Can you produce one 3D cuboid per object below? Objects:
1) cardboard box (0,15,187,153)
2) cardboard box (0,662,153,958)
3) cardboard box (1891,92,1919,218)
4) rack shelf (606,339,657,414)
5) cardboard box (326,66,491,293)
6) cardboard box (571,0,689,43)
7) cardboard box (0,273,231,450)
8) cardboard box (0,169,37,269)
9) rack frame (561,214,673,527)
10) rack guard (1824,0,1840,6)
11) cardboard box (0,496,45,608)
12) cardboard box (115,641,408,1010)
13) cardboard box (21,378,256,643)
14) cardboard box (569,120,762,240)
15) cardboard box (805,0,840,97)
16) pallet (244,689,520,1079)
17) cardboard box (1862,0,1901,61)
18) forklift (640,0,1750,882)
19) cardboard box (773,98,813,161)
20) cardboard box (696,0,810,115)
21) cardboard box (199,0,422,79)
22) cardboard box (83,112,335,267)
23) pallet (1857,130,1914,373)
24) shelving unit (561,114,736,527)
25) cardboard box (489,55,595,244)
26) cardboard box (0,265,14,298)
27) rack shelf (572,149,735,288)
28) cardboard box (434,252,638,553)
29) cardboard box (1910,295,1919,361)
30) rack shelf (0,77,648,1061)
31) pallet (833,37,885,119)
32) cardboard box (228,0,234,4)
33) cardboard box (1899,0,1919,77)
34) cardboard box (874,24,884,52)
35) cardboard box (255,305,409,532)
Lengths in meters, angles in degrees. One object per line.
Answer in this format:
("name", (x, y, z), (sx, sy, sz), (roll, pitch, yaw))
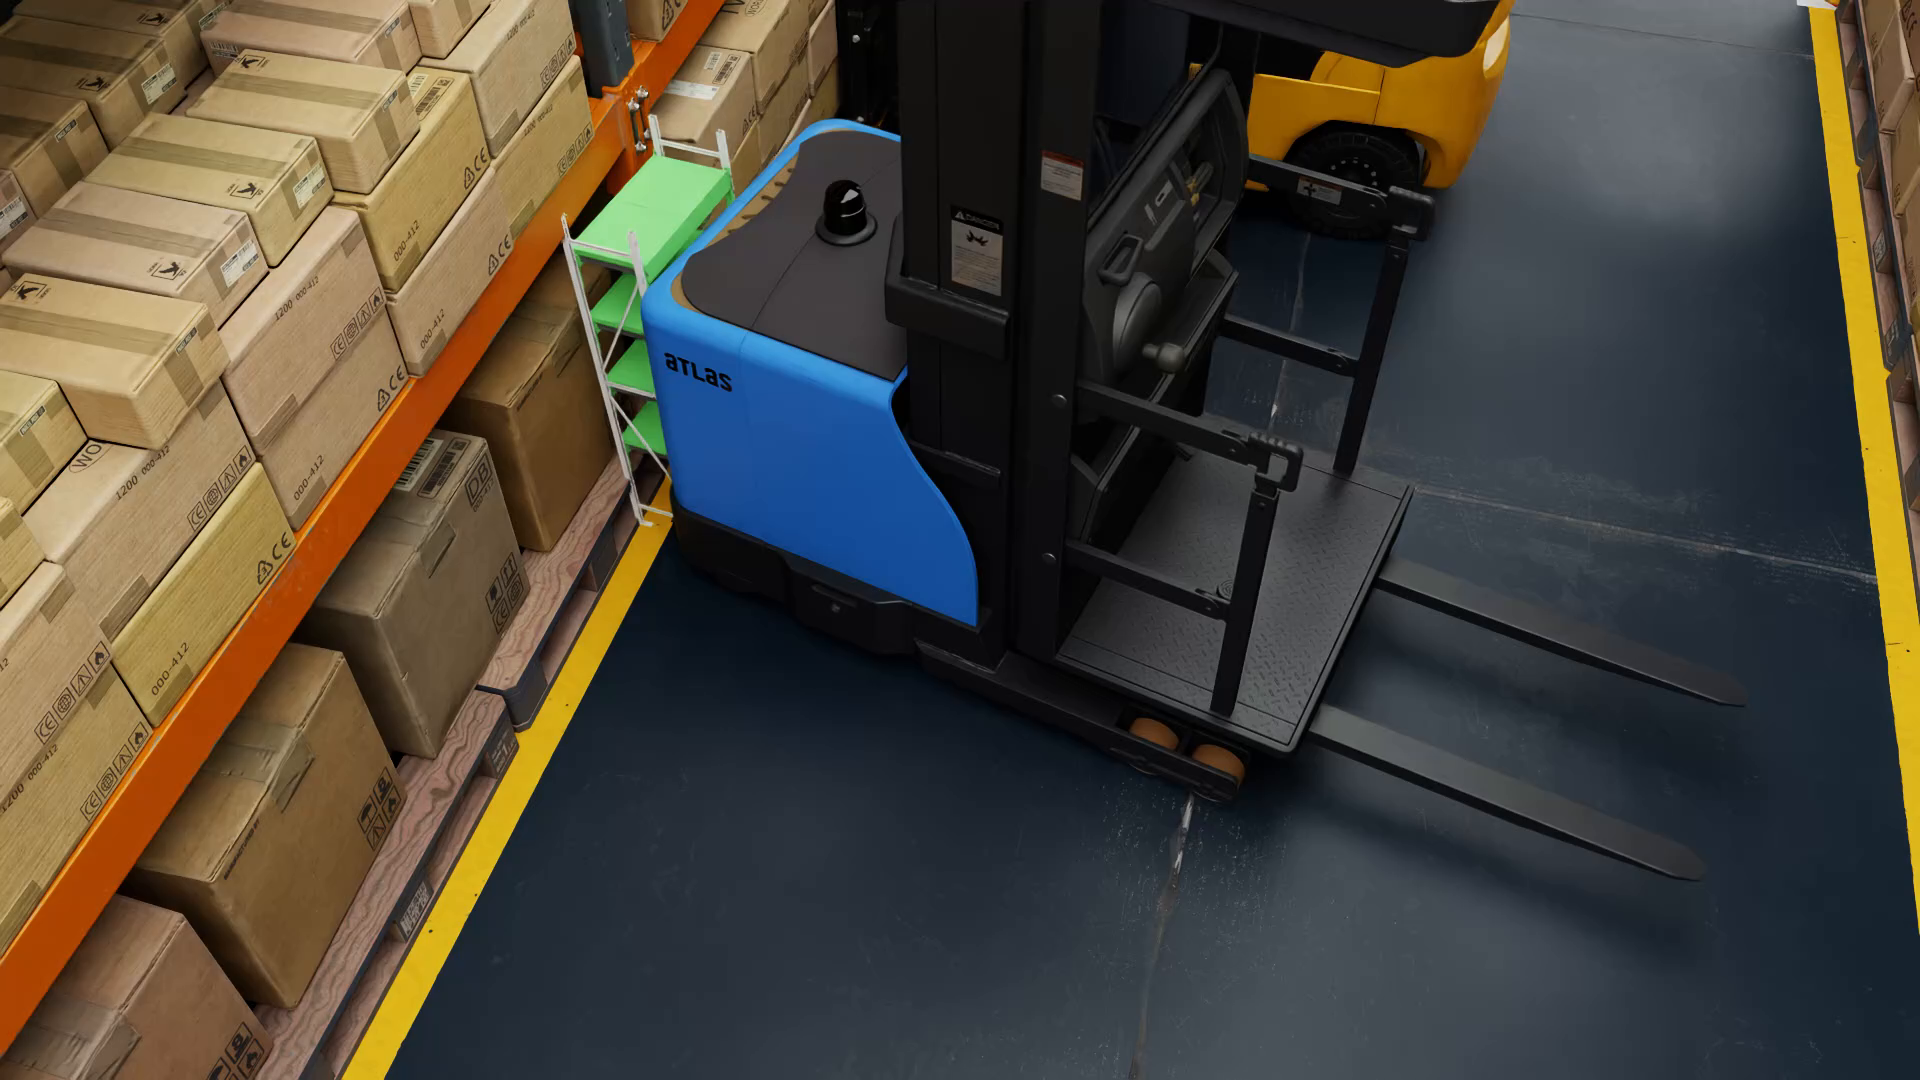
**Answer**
("cardboard box", (-1.943, -0.992, 3.625), (0.380, 0.149, 0.250), (11, 50, 10))
("cardboard box", (-1.843, 0.424, 2.975), (0.500, 0.250, 0.500), (10, 49, 9))
("cardboard box", (3.682, -1.361, 6.004), (0.500, 0.250, 0.500), (15, 50, 13))
("rack shelf", (-0.841, -0.556, 5.017), (0.258, 0.148, 0.480), (16, 51, 17))
("cardboard box", (-1.420, -0.846, 3.762), (0.500, 0.250, 0.500), (10, 49, 9))
("cardboard box", (-1.040, -1.812, 4.782), (0.500, 0.500, 0.500), (10, 49, 9))
("cardboard box", (-1.587, -0.329, 3.040), (0.380, 0.149, 0.250), (10, 49, 9))
("cardboard box", (-2.095, -0.633, 3.309), (0.380, 0.149, 0.250), (11, 50, 10))
("rack frame", (-0.939, -0.430, 4.821), (0.240, 1.200, 0.015), (16, 51, 17))
("rack guard", (4.414, -2.544, 7.161), (1.175, 0.500, 0.348), (12, 50, 10))
("cardboard box", (-1.764, 0.028, 2.725), (0.380, 0.149, 0.250), (13, 50, 11))
("cardboard box", (-1.943, 0.621, 4.005), (0.875, 0.625, 0.625), (10, 49, 8))
("cardboard box", (-1.711, -0.116, 3.118), (0.500, 0.250, 0.500), (12, 50, 11))
("cardboard box", (-0.984, -1.193, 5.522), (0.500, 0.250, 0.500), (11, 50, 10))
("cardboard box", (-0.710, -1.919, 6.163), (0.500, 0.250, 0.500), (11, 50, 10))
("pallet", (-1.884, 0.839, 4.368), (1.003, 0.211, 1.213), (12, 50, 10))
("cardboard box", (3.955, -2.126, 6.679), (0.500, 0.250, 0.500), (11, 50, 10))
("forklift", (0.681, -0.706, 3.918), (3.031, 2.935, 1.130), (21, 52, 18))
("cardboard box", (-0.843, -1.393, 6.033), (0.500, 0.250, 0.500), (11, 49, 9))
("cardboard box", (-0.834, -1.725, 5.659), (0.500, 0.250, 0.500), (12, 50, 10))
("cardboard box", (-1.450, -1.109, 3.729), (0.380, 0.149, 0.250), (12, 50, 10))
("cardboard box", (-1.521, -0.716, 3.382), (0.380, 0.149, 0.250), (10, 49, 9))
("pallet", (3.843, -0.988, 5.981), (1.003, 0.211, 1.213), (12, 50, 10))
("shelving unit", (-0.843, -0.599, 4.970), (0.258, 1.200, 0.503), (16, 51, 17))
("cardboard box", (-1.289, -1.043, 4.270), (0.500, 0.250, 0.500), (13, 50, 11))
("cardboard box", (-2.078, -0.578, 3.526), (0.500, 0.250, 0.500), (10, 49, 9))
("rack shelf", (-0.859, -0.878, 4.662), (0.258, 0.148, 0.480), (16, 51, 17))
("cardboard box", (-1.535, -0.483, 4.979), (0.875, 0.625, 0.625), (14, 50, 12))
("cardboard box", (3.408, -0.629, 5.359), (0.500, 0.250, 0.500), (10, 49, 9))
("rack shelf", (-1.935, 0.175, 3.574), (1.077, 0.370, 4.000), (12, 50, 10))
("pallet", (-0.840, -2.039, 6.908), (1.003, 0.211, 1.213), (12, 50, 10))
("cardboard box", (-1.829, -1.361, 3.952), (0.380, 0.149, 0.250), (10, 49, 9))
("cardboard box", (3.815, -1.978, 6.048), (0.500, 0.500, 0.500), (10, 49, 9))
("cardboard box", (-0.570, -2.131, 6.684), (0.500, 0.250, 0.500), (13, 50, 11))
("cardboard box", (-1.576, -0.326, 3.637), (0.500, 0.250, 0.500), (12, 50, 10))
